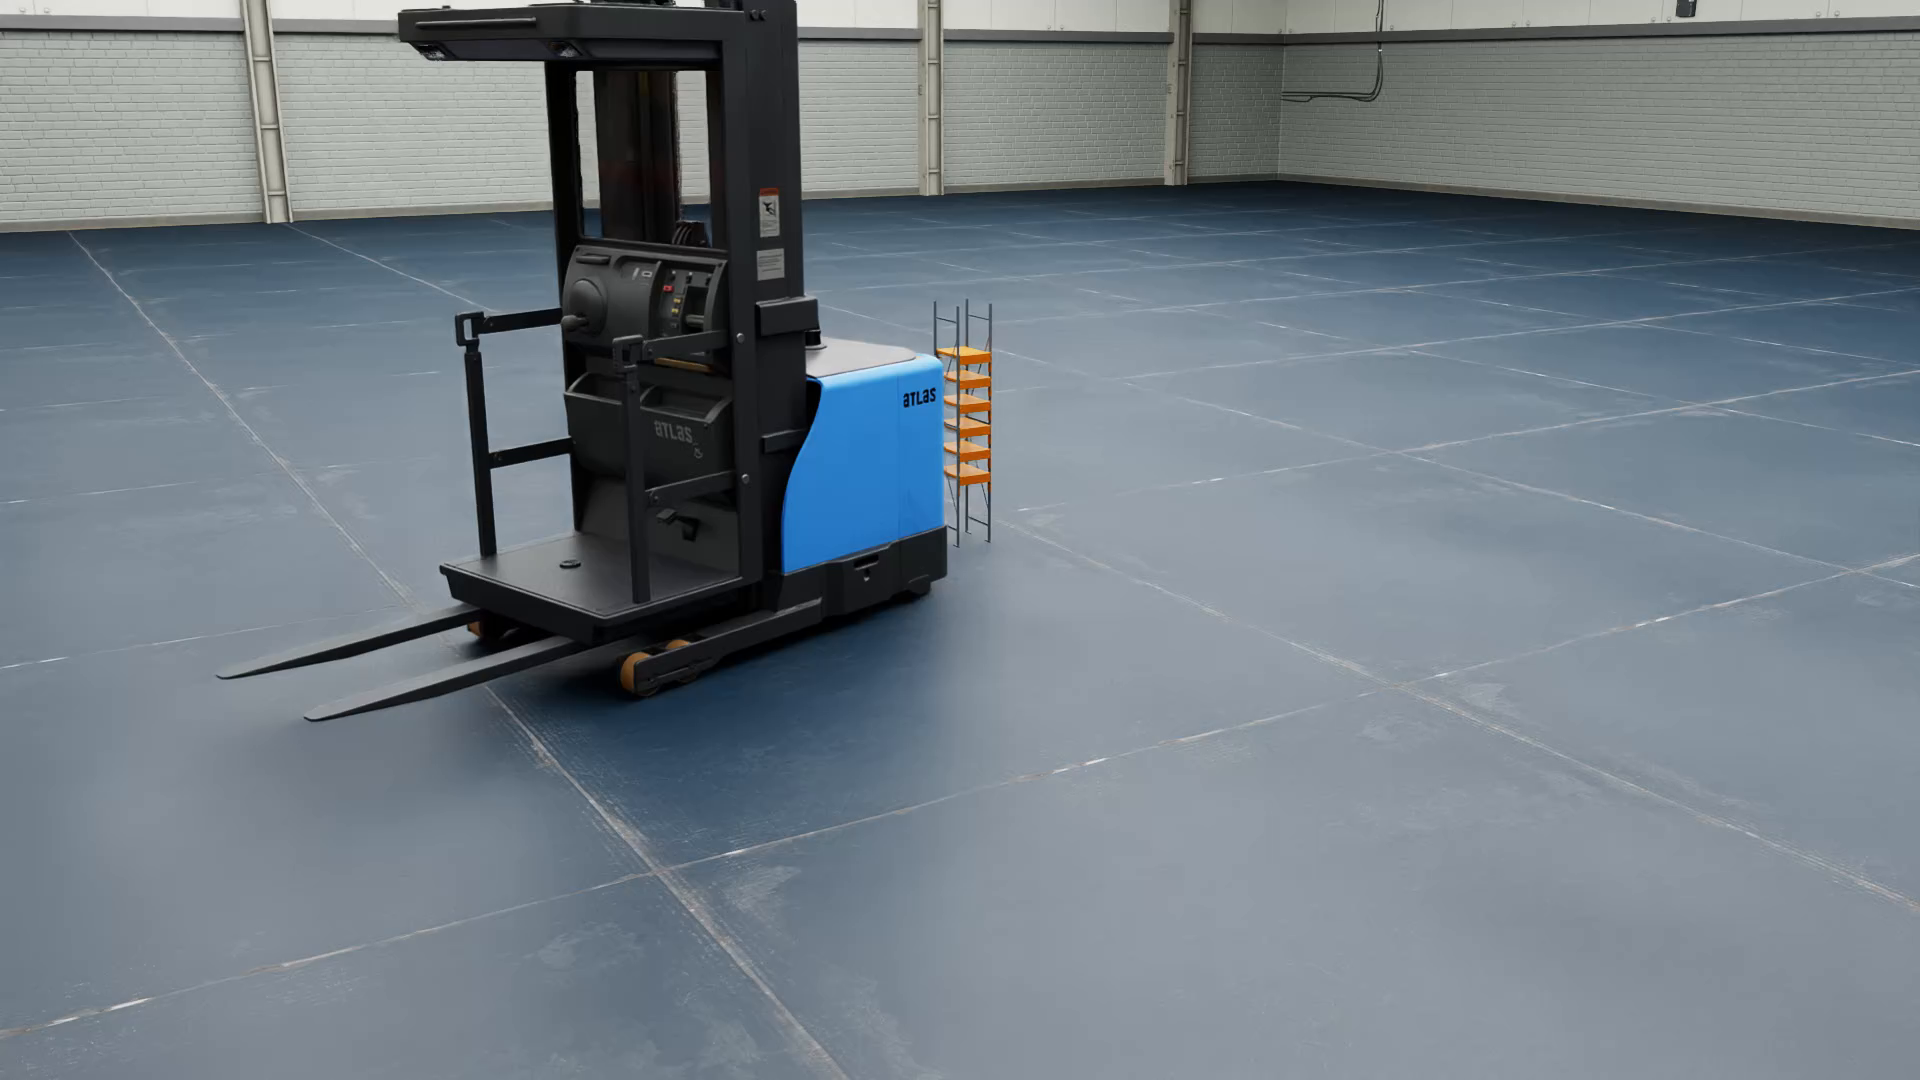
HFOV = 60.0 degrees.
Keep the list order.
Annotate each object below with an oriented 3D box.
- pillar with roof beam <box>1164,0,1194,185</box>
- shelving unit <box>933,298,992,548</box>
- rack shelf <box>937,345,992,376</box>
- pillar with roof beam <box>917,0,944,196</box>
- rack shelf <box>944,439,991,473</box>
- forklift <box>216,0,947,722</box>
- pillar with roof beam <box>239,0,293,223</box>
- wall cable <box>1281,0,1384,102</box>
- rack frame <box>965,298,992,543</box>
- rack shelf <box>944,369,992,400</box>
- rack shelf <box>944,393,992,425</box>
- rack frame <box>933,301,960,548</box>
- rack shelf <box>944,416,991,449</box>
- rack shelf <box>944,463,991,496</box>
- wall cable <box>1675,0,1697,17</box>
[{"bbox_3d":[6.799,-10.901,30.627,0.400,9.000,9.100,-9,18,-30],"label":"pillar with roof beam"},{"bbox_3d":[0.012,-0.580,8.255,0.189,1.200,0.258,-9,18,-30],"label":"shelving unit"},{"bbox_3d":[0.012,-0.884,8.170,0.180,0.103,0.258,-9,18,-30],"label":"rack shelf"},{"bbox_3d":[1.656,-10.067,27.651,0.400,9.000,9.100,-9,18,-30],"label":"pillar with roof beam"},{"bbox_3d":[0.012,-0.421,8.299,0.180,0.103,0.258,-9,18,-30],"label":"rack shelf"},{"bbox_3d":[-1.398,-0.971,6.445,1.130,2.935,3.031,13,20,39],"label":"forklift"},{"bbox_3d":[-8.630,-8.399,21.701,0.400,9.000,9.100,-9,18,-30],"label":"pillar with roof beam"},{"bbox_3d":[7.789,-10.506,34.969,0.112,2.526,3.097,-9,18,-30],"label":"wall cable"},{"bbox_3d":[0.091,-0.592,8.300,0.006,1.200,0.240,-9,18,-30],"label":"rack frame"},{"bbox_3d":[0.012,-0.768,8.202,0.180,0.103,0.258,-9,18,-30],"label":"rack shelf"},{"bbox_3d":[0.012,-0.653,8.235,0.180,0.103,0.258,-9,18,-30],"label":"rack shelf"},{"bbox_3d":[-0.066,-0.567,8.210,0.006,1.200,0.240,-9,18,-30],"label":"rack frame"},{"bbox_3d":[0.012,-0.537,8.267,0.180,0.103,0.258,-9,18,-30],"label":"rack shelf"},{"bbox_3d":[0.012,-0.306,8.332,0.180,0.103,0.258,-9,18,-30],"label":"rack shelf"},{"bbox_3d":[12.664,-11.440,26.247,0.169,6.003,2.305,-9,18,-30],"label":"wall cable"}]
